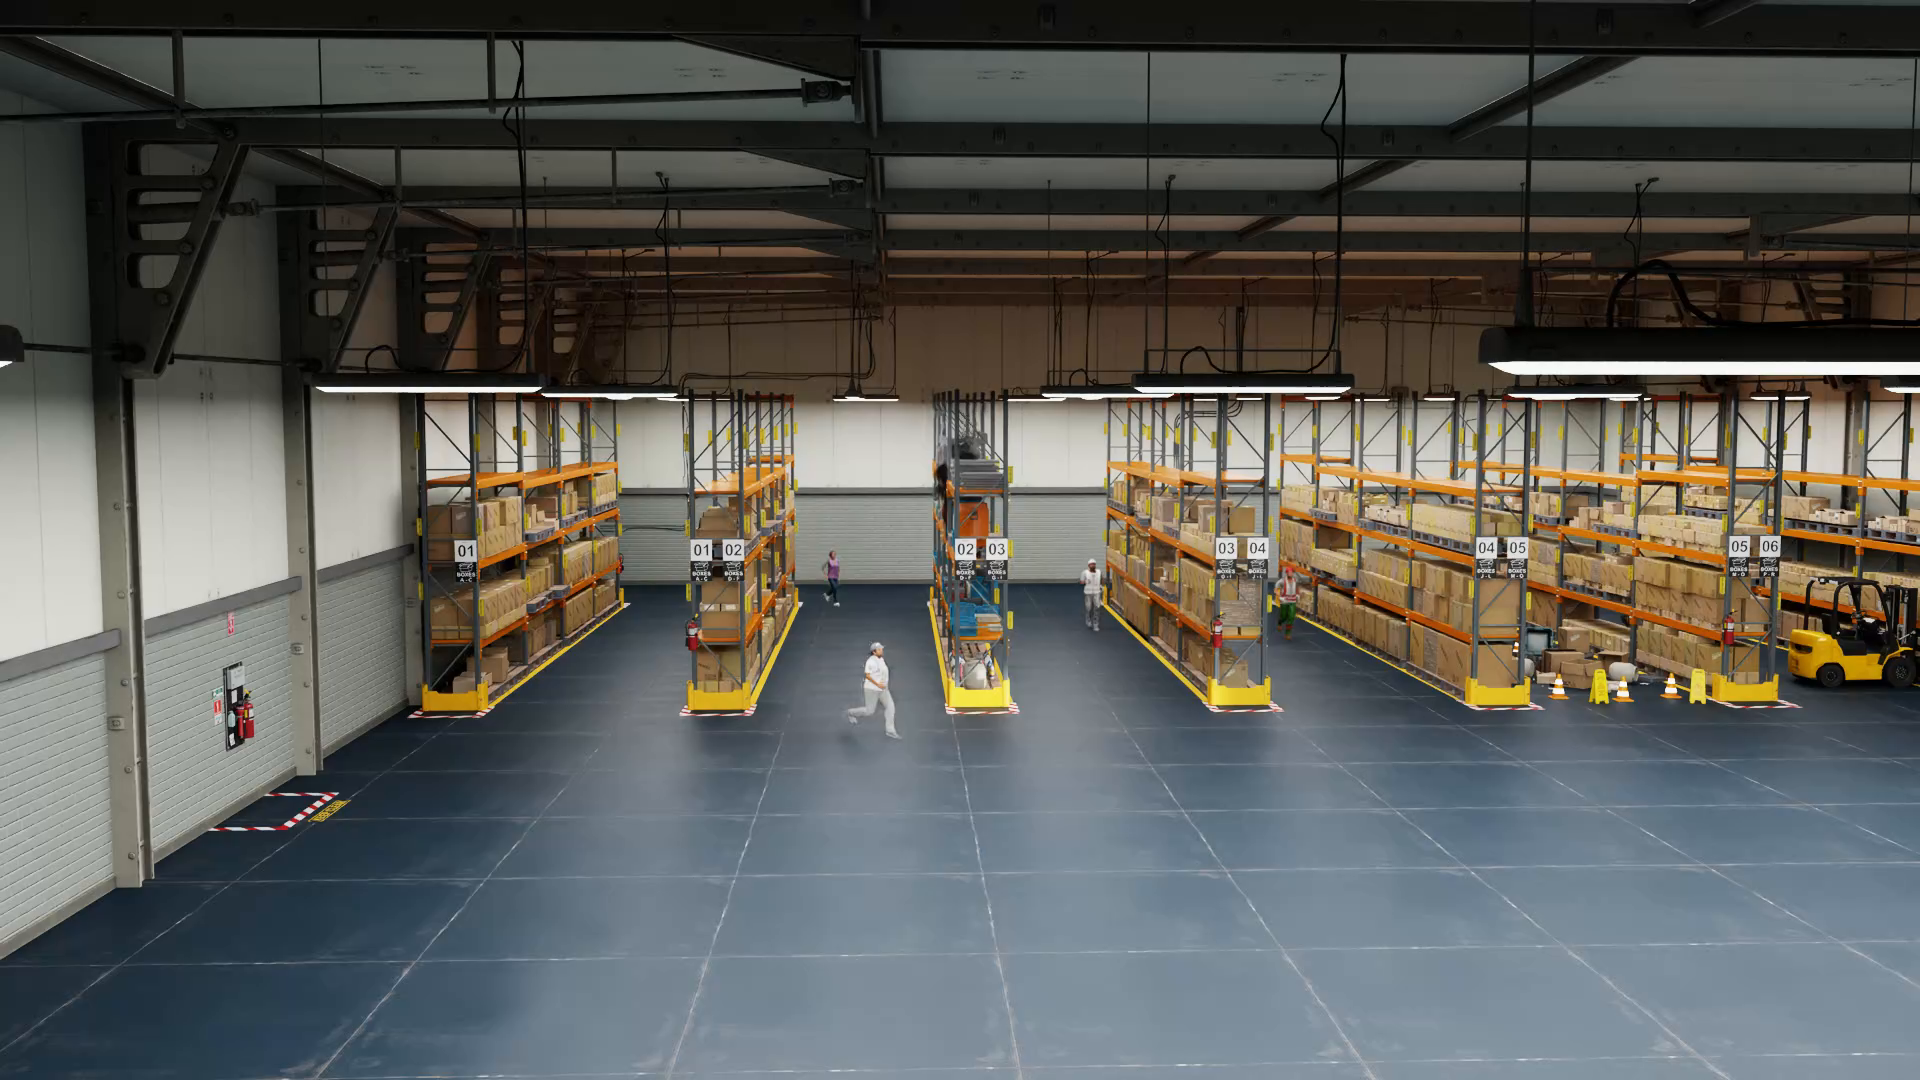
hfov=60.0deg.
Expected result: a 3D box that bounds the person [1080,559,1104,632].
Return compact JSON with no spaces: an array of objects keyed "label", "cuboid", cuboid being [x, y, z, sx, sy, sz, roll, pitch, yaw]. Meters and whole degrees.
[{"label":"person","cuboid":[3.356,1.397,42.104,0.654,1.835,0.735,0,5,-2]}]

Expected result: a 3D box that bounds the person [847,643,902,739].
[{"label":"person","cuboid":[-1.477,2.594,28.674,1.004,1.664,0.585,3,5,29]}]

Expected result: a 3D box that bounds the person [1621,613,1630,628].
[{"label":"person","cuboid":[16.484,1.554,40.913,0.662,1.709,0.805,0,5,-6]}]

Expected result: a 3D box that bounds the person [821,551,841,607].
[{"label":"person","cuboid":[-3.640,1.087,47.323,0.580,1.585,0.755,-4,6,-41]}]

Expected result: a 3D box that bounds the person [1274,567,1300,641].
[{"label":"person","cuboid":[8.010,1.534,40.714,0.682,1.767,0.883,-1,5,-11]}]
